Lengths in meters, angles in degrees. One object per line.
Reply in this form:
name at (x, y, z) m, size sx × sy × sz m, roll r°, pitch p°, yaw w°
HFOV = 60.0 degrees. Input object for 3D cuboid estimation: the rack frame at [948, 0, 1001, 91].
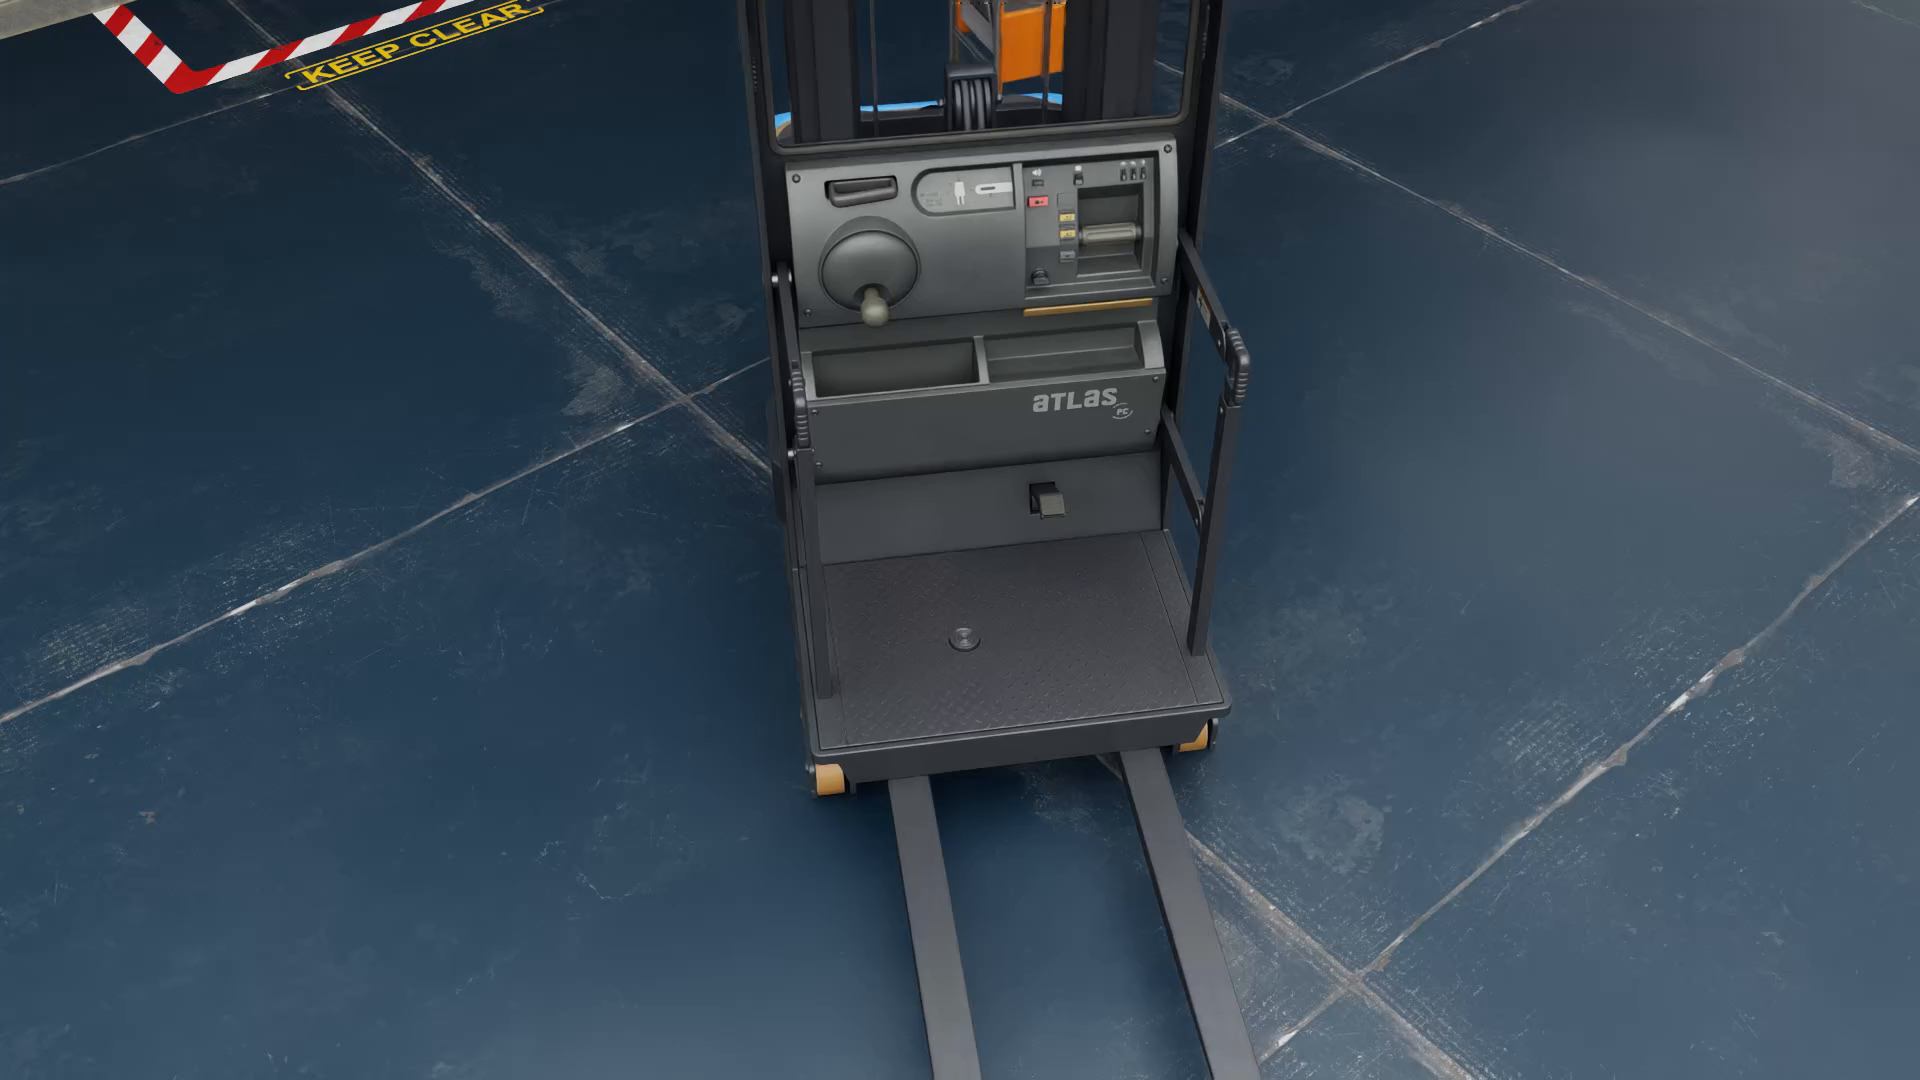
rack frame at (0.043, -1.584, 5.395) m, size 0.015 × 2.100 × 0.400 m, roll -15°, pitch 45°, yaw -16°

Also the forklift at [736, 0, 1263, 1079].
forklift at (0.095, -0.645, 3.795) m, size 1.130 × 2.935 × 3.031 m, roll -6°, pitch 44°, yaw -6°

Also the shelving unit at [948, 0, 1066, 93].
shelving unit at (0.269, -1.646, 5.464) m, size 0.503 × 2.100 × 0.431 m, roll -15°, pitch 45°, yaw -16°

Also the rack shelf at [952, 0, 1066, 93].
rack shelf at (0.269, -1.636, 5.473) m, size 0.480 × 0.518 × 0.431 m, roll -15°, pitch 45°, yaw -16°
